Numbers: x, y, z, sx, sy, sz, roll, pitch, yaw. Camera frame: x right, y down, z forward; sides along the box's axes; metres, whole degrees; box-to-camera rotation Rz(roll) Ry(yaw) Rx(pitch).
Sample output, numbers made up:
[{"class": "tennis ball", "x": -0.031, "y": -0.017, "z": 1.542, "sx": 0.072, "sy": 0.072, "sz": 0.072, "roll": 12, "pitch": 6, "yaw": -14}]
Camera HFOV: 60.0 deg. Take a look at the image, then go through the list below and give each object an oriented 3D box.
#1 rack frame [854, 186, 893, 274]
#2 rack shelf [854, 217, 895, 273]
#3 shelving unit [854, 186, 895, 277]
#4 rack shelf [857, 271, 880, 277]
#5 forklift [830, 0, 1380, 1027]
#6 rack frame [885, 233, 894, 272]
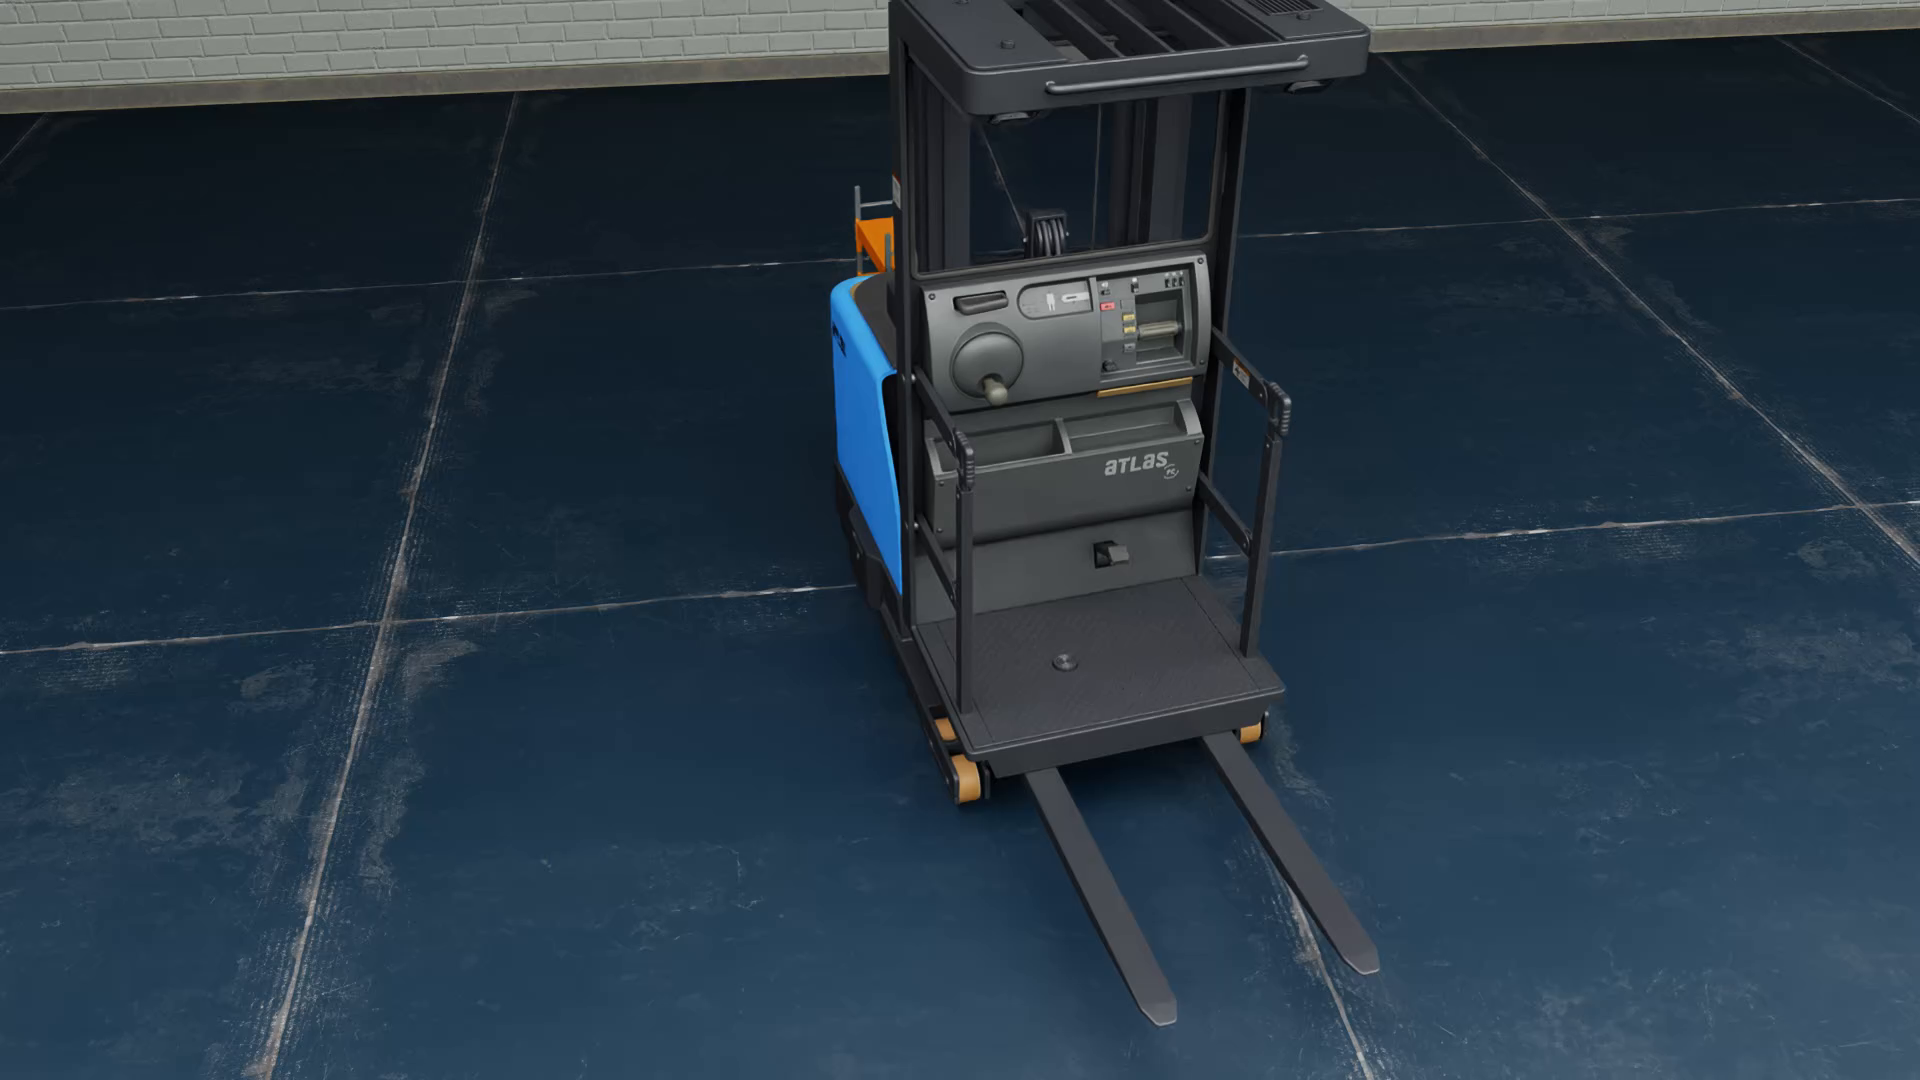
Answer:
[{"class": "rack frame", "x": -0.311, "y": -0.949, "z": 7.078, "sx": 0.240, "sy": 1.200, "sz": 0.015, "roll": -10, "pitch": 35, "yaw": -14}, {"class": "rack shelf", "x": -0.241, "y": -1.143, "z": 6.663, "sx": 0.258, "sy": 0.148, "sz": 0.480, "roll": -10, "pitch": 35, "yaw": -14}, {"class": "shelving unit", "x": -0.241, "y": -0.818, "z": 6.885, "sx": 0.258, "sy": 1.200, "sz": 0.503, "roll": -10, "pitch": 35, "yaw": -14}, {"class": "rack shelf", "x": -0.241, "y": -0.947, "z": 6.797, "sx": 0.258, "sy": 0.148, "sz": 0.480, "roll": -10, "pitch": 35, "yaw": -14}, {"class": "forklift", "x": 0.408, "y": -0.597, "z": 5.023, "sx": 1.130, "sy": 2.935, "sz": 3.031, "roll": -10, "pitch": 35, "yaw": -14}, {"class": "rack frame", "x": -0.170, "y": -0.686, "z": 6.692, "sx": 0.240, "sy": 1.200, "sz": 0.015, "roll": -10, "pitch": 35, "yaw": -14}]
